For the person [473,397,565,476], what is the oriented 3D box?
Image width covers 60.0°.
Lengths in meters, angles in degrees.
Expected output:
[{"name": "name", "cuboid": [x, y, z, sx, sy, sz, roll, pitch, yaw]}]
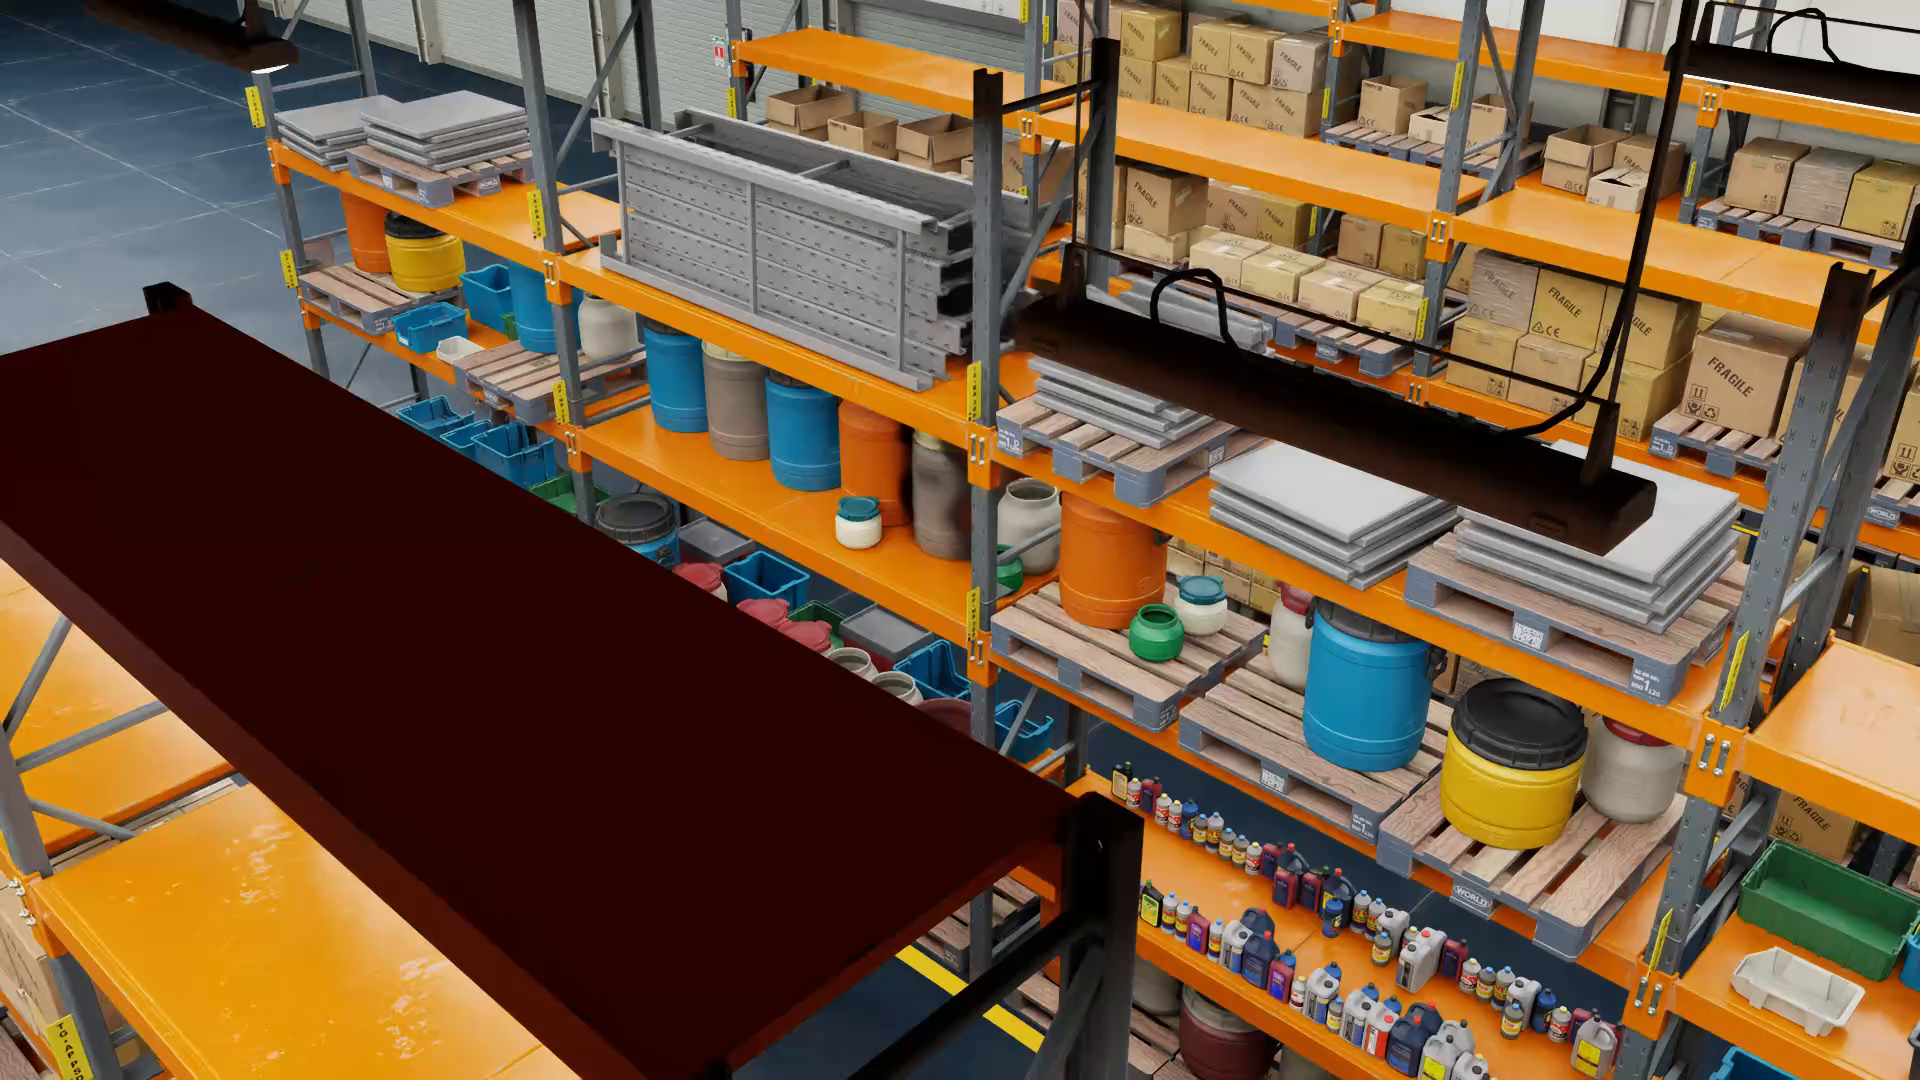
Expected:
[{"name": "person", "cuboid": [-4.415, -1.220, 16.657, 0.861, 1.792, 0.696, 3, 29, 4]}]
